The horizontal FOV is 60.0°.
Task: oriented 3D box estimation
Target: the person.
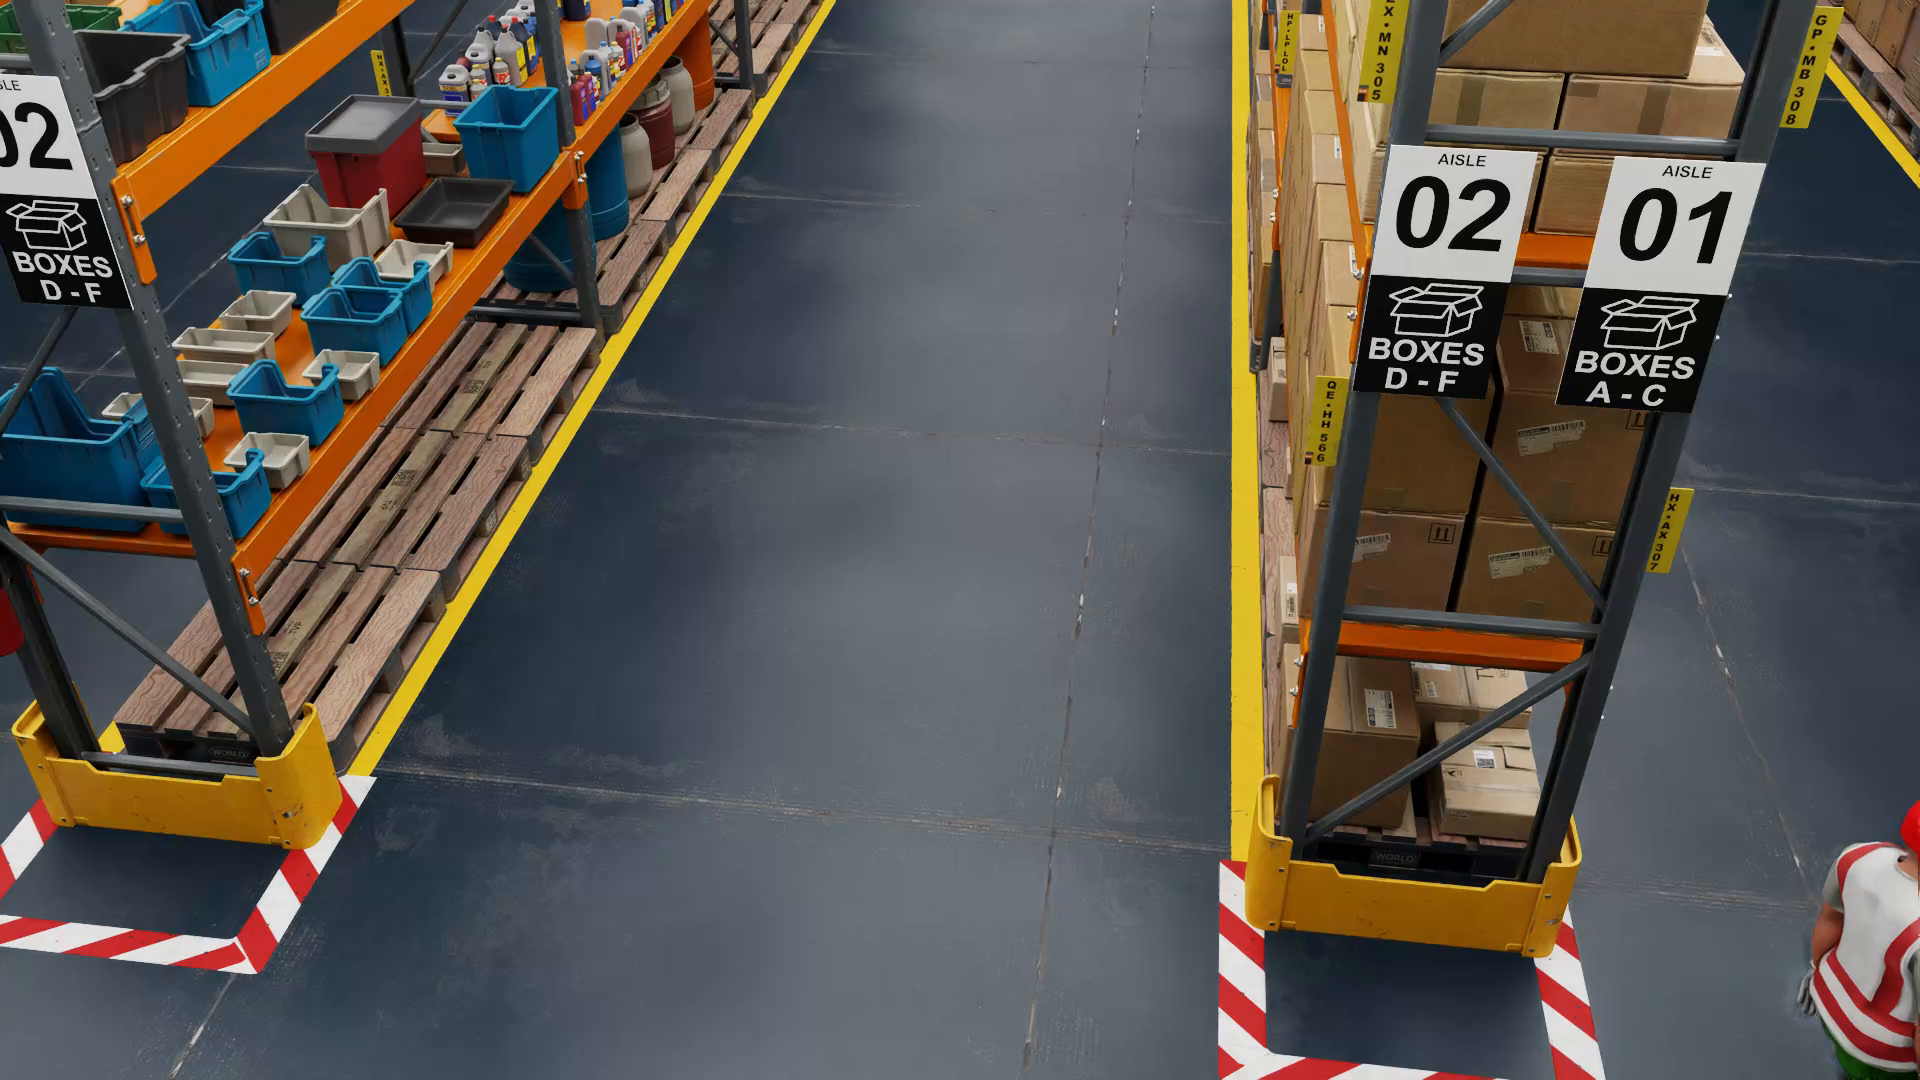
[{"bbox_3d":[2.718,1.451,4.994,0.764,1.762,0.569,-2,36,-2],"label":"person"}]
